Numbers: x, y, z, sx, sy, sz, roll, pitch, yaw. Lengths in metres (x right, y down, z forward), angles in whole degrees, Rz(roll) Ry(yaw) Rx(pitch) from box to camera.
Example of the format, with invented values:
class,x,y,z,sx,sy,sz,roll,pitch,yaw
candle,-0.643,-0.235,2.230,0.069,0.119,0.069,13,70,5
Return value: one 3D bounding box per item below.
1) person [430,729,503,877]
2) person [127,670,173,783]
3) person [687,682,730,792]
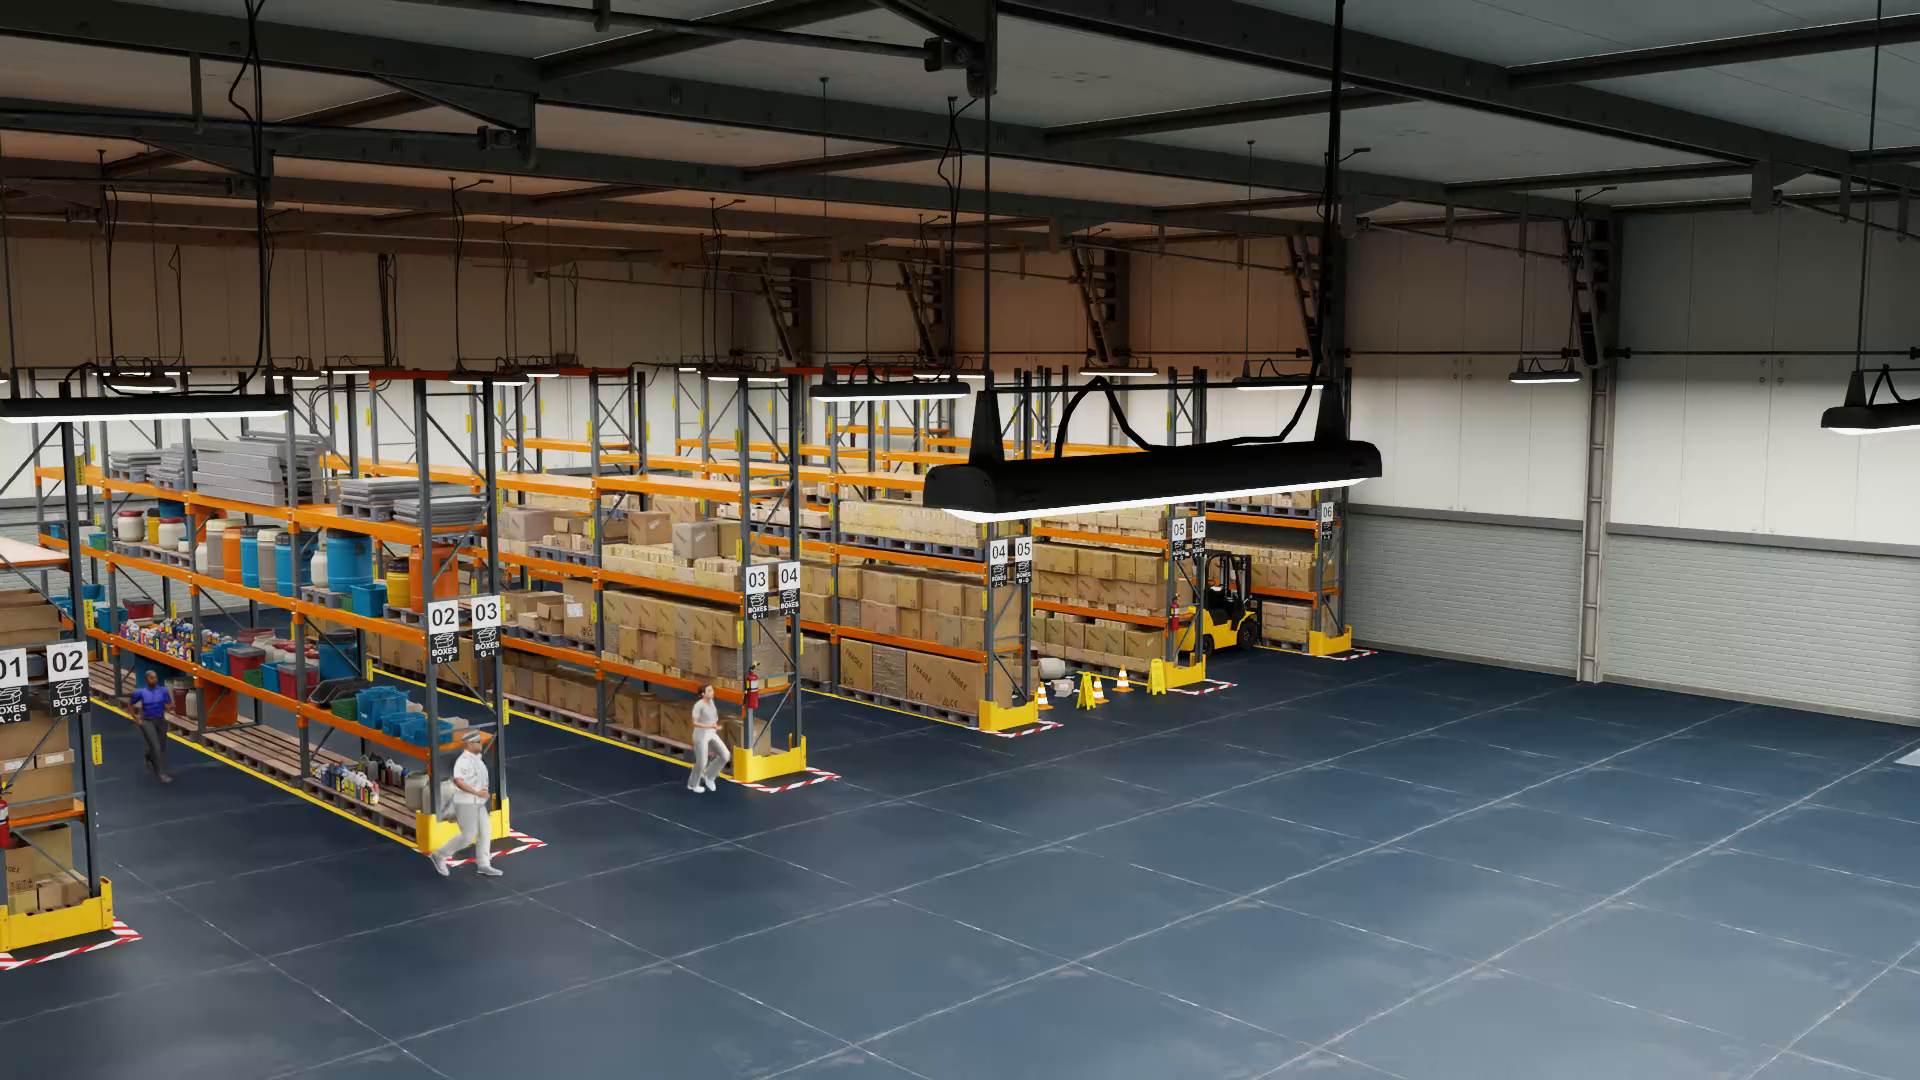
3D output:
class,x,y,z,sx,sy,sz,roll,pitch,yaw
person,-5.973,3.189,20.235,0.843,1.754,0.715,0,6,-1
person,-11.947,2.736,24.608,0.846,1.622,0.578,5,8,40
person,-3.638,2.830,23.835,0.703,1.620,0.576,4,8,31
